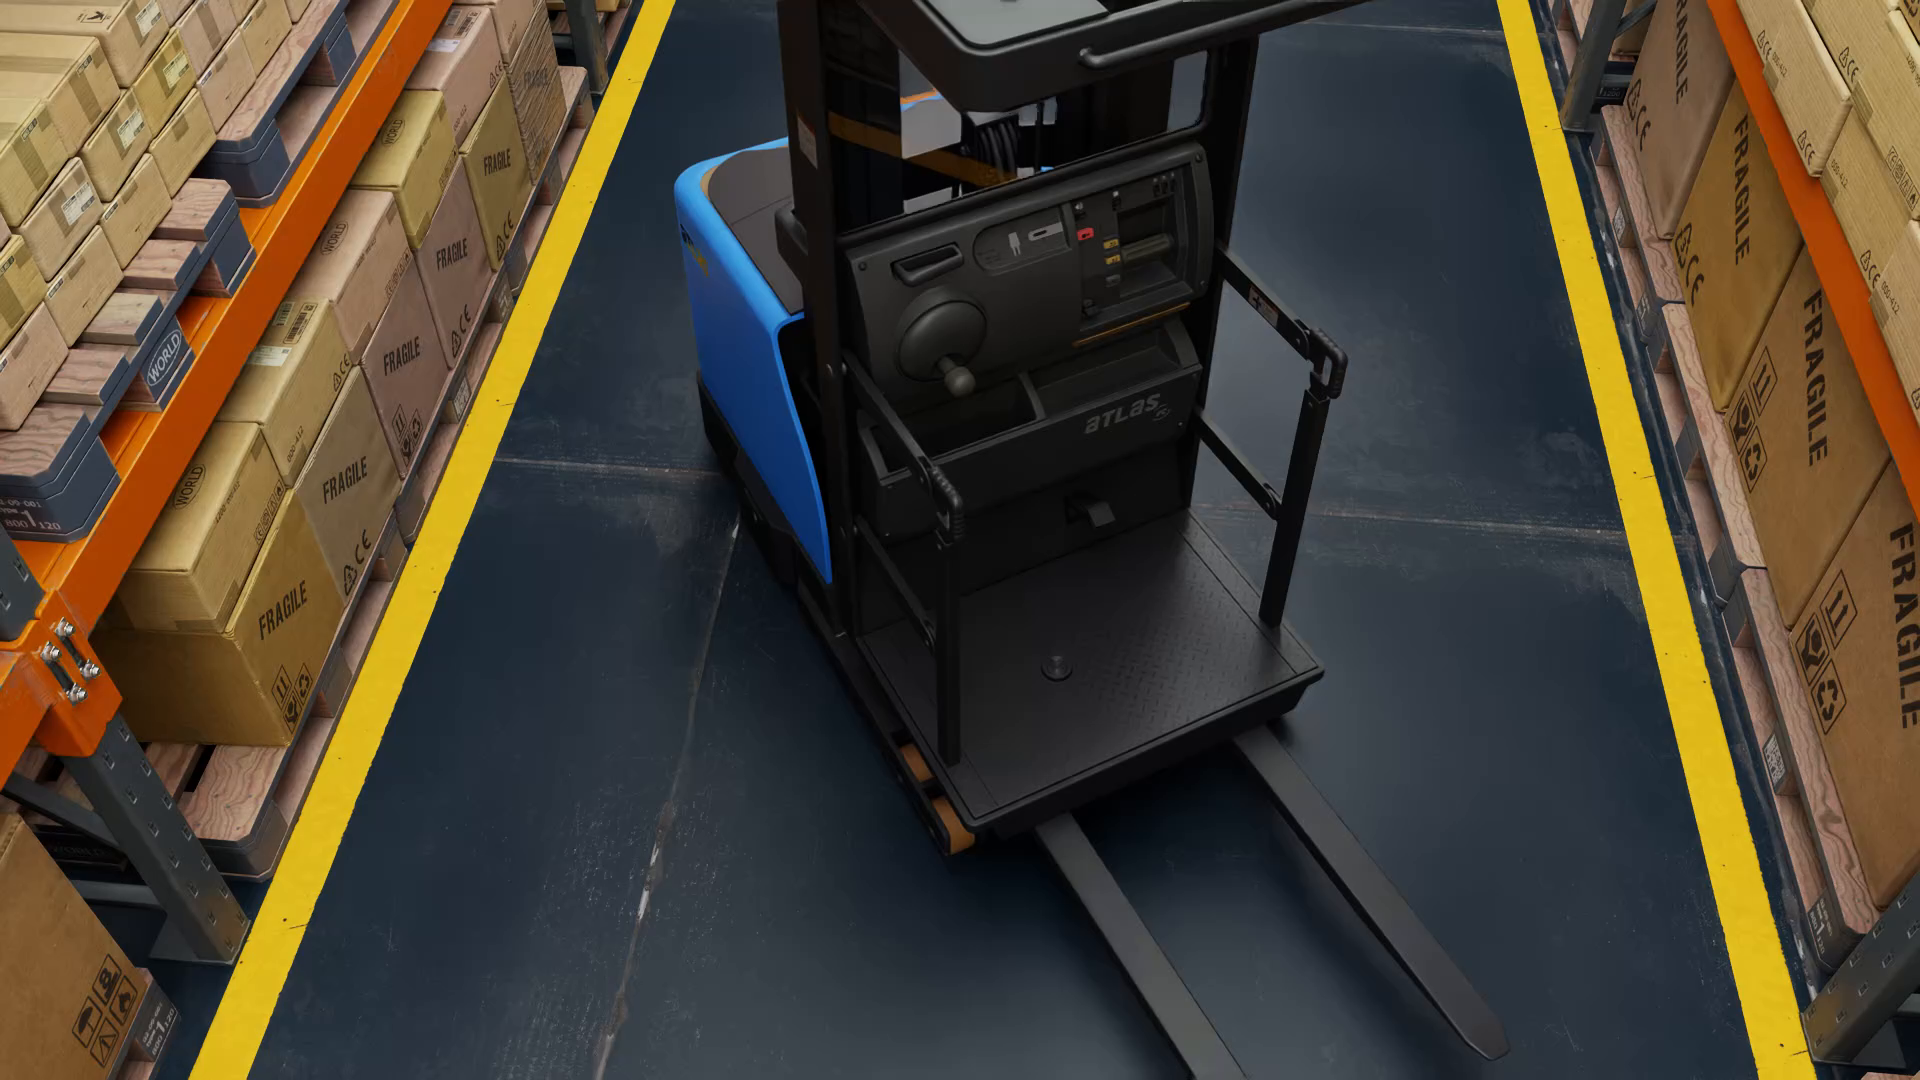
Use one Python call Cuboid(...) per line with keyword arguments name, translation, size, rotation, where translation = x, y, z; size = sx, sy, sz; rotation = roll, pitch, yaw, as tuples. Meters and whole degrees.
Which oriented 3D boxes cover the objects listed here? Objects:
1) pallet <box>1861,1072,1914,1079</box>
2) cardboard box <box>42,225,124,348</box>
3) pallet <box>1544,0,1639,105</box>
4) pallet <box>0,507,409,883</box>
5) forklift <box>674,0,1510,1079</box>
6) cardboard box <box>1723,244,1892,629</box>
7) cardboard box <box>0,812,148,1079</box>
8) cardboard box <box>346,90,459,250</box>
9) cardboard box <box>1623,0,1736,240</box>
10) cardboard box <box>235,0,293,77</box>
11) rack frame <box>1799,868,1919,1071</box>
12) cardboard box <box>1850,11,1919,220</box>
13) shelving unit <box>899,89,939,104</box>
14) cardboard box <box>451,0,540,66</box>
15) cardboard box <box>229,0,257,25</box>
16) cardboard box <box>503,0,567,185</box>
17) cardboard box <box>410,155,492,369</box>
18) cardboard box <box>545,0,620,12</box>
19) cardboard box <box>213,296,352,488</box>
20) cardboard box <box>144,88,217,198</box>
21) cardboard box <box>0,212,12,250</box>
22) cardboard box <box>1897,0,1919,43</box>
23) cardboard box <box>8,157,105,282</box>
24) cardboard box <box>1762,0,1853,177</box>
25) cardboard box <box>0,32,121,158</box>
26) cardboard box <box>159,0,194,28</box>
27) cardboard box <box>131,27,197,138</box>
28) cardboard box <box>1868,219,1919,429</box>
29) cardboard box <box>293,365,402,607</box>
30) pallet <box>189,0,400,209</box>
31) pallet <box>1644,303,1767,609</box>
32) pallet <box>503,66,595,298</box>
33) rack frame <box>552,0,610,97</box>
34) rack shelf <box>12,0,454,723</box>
Cuboid(name="pallet", translation=(2.518, 1.773, 3.485), size=(1.003, 0.211, 1.213), rotation=(4, 48, 4))
Cuboid(name="cardboard box", translation=(-2.082, -0.570, 3.624), size=(0.380, 0.149, 0.250), rotation=(6, 48, 5))
Cuboid(name="pallet", translation=(3.102, -2.294, 7.205), size=(1.003, 0.211, 1.213), rotation=(4, 48, 4))
Cuboid(name="pallet", translation=(-2.275, 0.366, 4.772), size=(1.003, 0.211, 1.213), rotation=(4, 48, 4))
Cuboid(name="forklift", translation=(0.287, -0.530, 3.749), size=(1.130, 2.935, 3.031), rotation=(-21, 51, -18))
Cuboid(name="cardboard box", translation=(2.822, -0.324, 4.669), size=(0.875, 0.875, 0.875), rotation=(4, 48, 4))
Cuboid(name="cardboard box", translation=(-2.493, 1.058, 3.489), size=(1.050, 0.750, 0.750), rotation=(3, 48, 3))
Cuboid(name="cardboard box", translation=(-1.894, -1.161, 5.180), size=(0.500, 0.250, 0.500), rotation=(2, 48, 2))
Cuboid(name="cardboard box", translation=(2.978, -1.645, 5.877), size=(0.875, 0.875, 0.875), rotation=(5, 48, 5))
Cuboid(name="cardboard box", translation=(-1.987, -1.347, 4.335), size=(0.380, 0.149, 0.250), rotation=(4, 48, 4))
Cuboid(name="rack frame", translation=(2.591, 0.258, 2.981), size=(1.000, 3.000, 0.127), rotation=(4, 48, 4))
Cuboid(name="cardboard box", translation=(2.451, -0.988, 3.883), size=(0.500, 0.250, 0.500), rotation=(3, 48, 3))
Cuboid(name="shelving unit", translation=(-0.115, -1.098, 5.543), size=(0.252, 1.050, 0.215), rotation=(-18, 50, -16))
Cuboid(name="cardboard box", translation=(-1.800, -1.927, 5.881), size=(0.500, 0.250, 0.500), rotation=(3, 48, 2))
Cuboid(name="cardboard box", translation=(-1.988, -1.446, 4.224), size=(0.380, 0.149, 0.250), rotation=(3, 48, 3))
Cuboid(name="cardboard box", translation=(-1.800, -1.677, 6.161), size=(0.500, 0.500, 0.500), rotation=(3, 48, 3))
Cuboid(name="cardboard box", translation=(-1.898, -0.924, 5.471), size=(0.500, 0.500, 0.500), rotation=(3, 48, 3))
Cuboid(name="cardboard box", translation=(-1.630, -2.365, 7.028), size=(0.380, 0.149, 0.250), rotation=(2, 48, 2))
Cuboid(name="cardboard box", translation=(-1.998, -0.415, 4.498), size=(0.500, 0.250, 0.500), rotation=(3, 48, 3))
Cuboid(name="cardboard box", translation=(-2.034, -0.967, 3.987), size=(0.380, 0.149, 0.250), rotation=(6, 48, 5))
Cuboid(name="cardboard box", translation=(-2.113, -0.588, 3.238), size=(0.380, 0.149, 0.250), rotation=(4, 48, 4))
Cuboid(name="cardboard box", translation=(2.468, -1.253, 3.618), size=(0.500, 0.500, 0.500), rotation=(4, 48, 4))
Cuboid(name="cardboard box", translation=(-2.081, -0.699, 3.541), size=(0.380, 0.149, 0.250), rotation=(6, 48, 5))
Cuboid(name="cardboard box", translation=(2.489, -1.202, 4.419), size=(0.500, 0.250, 0.500), rotation=(3, 48, 3))
Cuboid(name="cardboard box", translation=(-2.064, -0.962, 3.580), size=(0.380, 0.149, 0.250), rotation=(4, 48, 3))
Cuboid(name="cardboard box", translation=(-2.017, -1.356, 3.940), size=(0.380, 0.149, 0.250), rotation=(6, 48, 5))
Cuboid(name="cardboard box", translation=(-2.038, -1.081, 3.890), size=(0.380, 0.149, 0.250), rotation=(4, 48, 4))
Cuboid(name="cardboard box", translation=(2.409, -0.457, 3.737), size=(0.500, 0.250, 0.500), rotation=(5, 48, 4))
Cuboid(name="cardboard box", translation=(-1.987, -0.171, 4.783), size=(0.500, 0.500, 0.500), rotation=(4, 48, 4))
Cuboid(name="pallet", translation=(-2.208, -1.393, 4.621), size=(1.003, 0.211, 1.213), rotation=(4, 48, 4))
Cuboid(name="pallet", translation=(2.851, -0.269, 5.353), size=(1.003, 0.211, 1.213), rotation=(4, 48, 4))
Cuboid(name="pallet", translation=(-2.053, -1.427, 6.412), size=(1.003, 0.211, 1.213), rotation=(4, 48, 4))
Cuboid(name="rack frame", translation=(-1.983, -2.940, 5.906), size=(1.000, 3.000, 0.127), rotation=(4, 48, 4))
Cuboid(name="rack shelf", translation=(-2.166, -1.227, 4.827), size=(1.077, 0.370, 4.000), rotation=(4, 48, 4))
